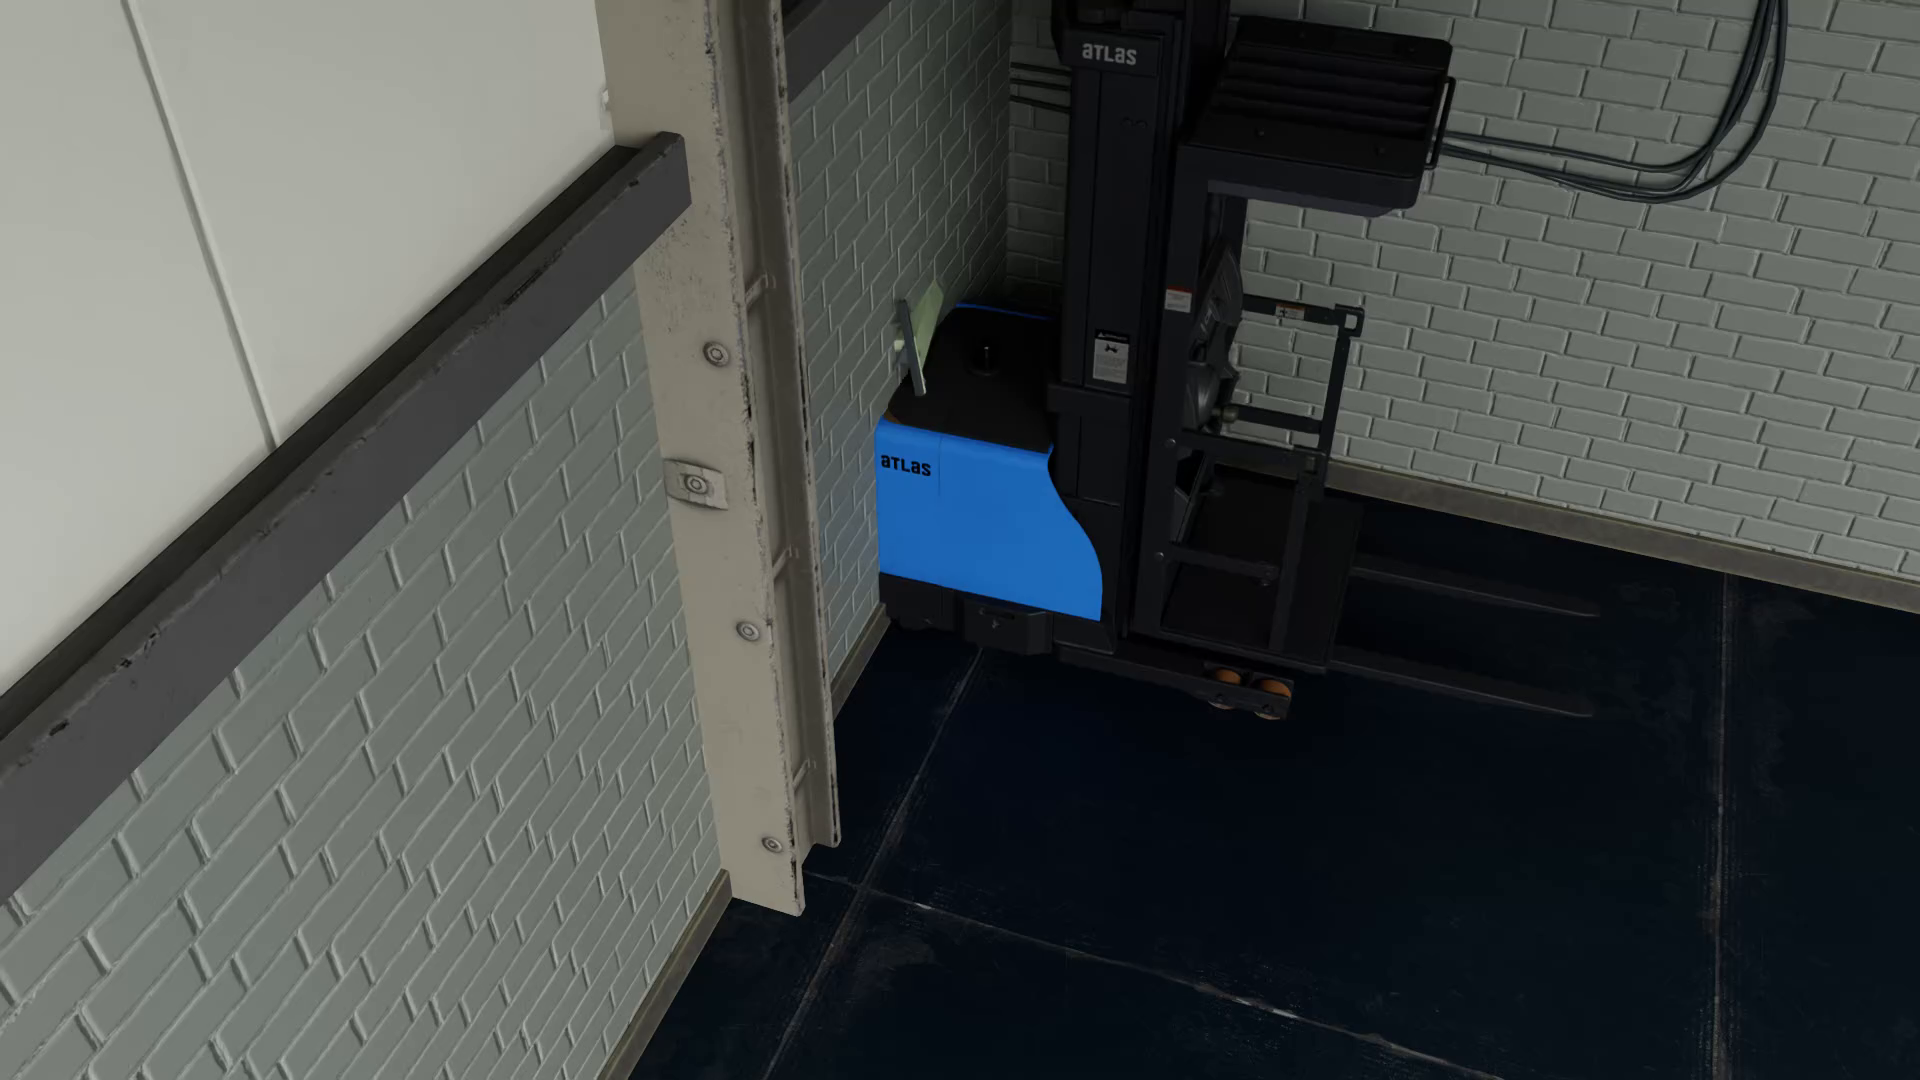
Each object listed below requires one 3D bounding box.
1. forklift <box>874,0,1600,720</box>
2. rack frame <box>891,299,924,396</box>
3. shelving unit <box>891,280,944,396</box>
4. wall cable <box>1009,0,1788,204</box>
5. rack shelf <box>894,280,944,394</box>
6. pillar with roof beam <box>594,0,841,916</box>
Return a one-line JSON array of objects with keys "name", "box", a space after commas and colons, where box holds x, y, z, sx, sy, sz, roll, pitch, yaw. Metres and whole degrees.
[{"name": "forklift", "box": [1.164, -0.766, 6.344, 3.031, 2.935, 1.130, 12, 42, 14]}, {"name": "rack frame", "box": [-0.298, -0.362, 6.937, 0.400, 1.500, 0.023, 0, 42, 12]}, {"name": "shelving unit", "box": [-0.240, -0.606, 7.204, 0.431, 1.500, 0.755, 0, 42, 12]}, {"name": "wall cable", "box": [1.586, -2.521, 6.118, 3.097, 2.526, 0.112, 13, 42, 15]}, {"name": "rack shelf", "box": [-0.295, -0.897, 6.950, 0.431, 0.370, 0.720, 0, 42, 12]}, {"name": "pillar with roof beam", "box": [3.381, -1.243, 2.228, 9.100, 9.000, 0.400, 13, 42, 15]}]
